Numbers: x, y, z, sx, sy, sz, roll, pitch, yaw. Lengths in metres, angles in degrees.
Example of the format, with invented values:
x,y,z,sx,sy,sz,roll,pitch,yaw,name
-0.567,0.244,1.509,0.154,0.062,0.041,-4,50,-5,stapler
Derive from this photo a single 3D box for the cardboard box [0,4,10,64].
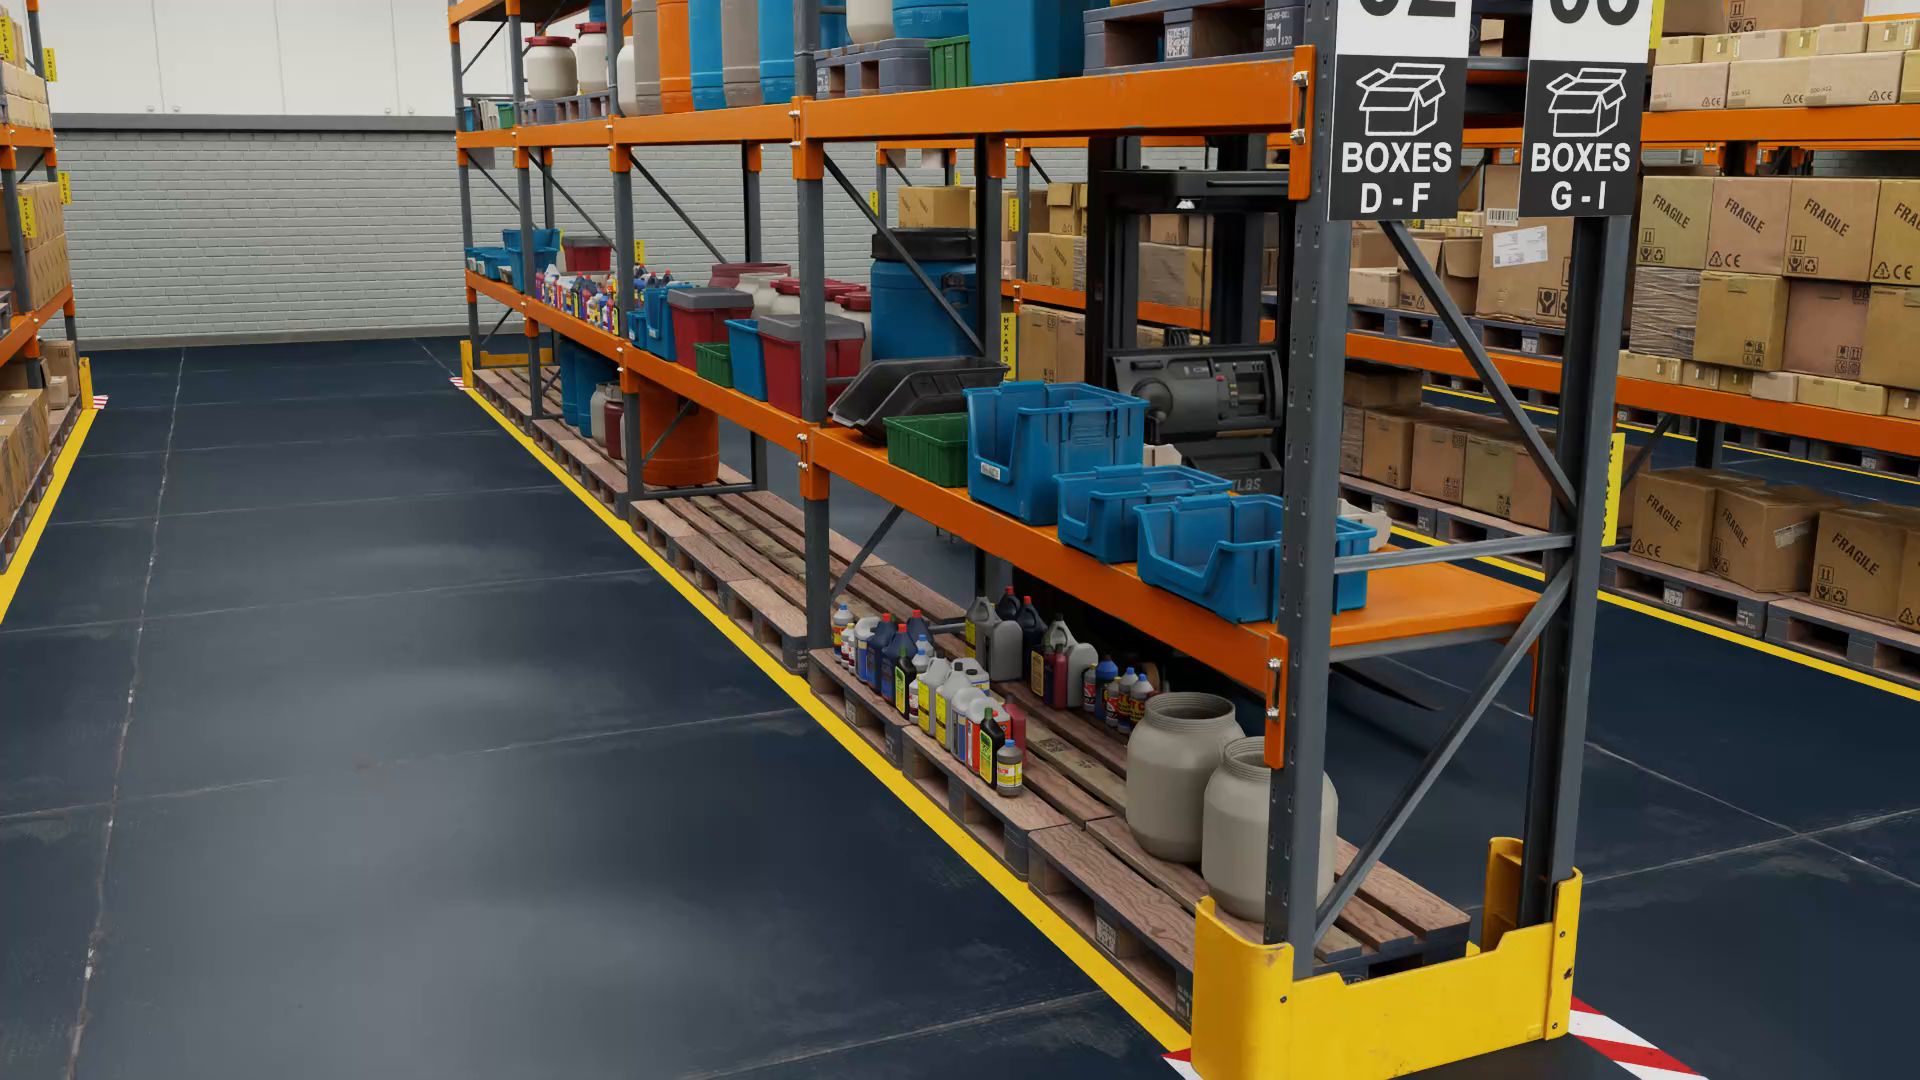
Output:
x,y,z,sx,sy,sz,roll,pitch,yaw,name
-8.323,-4.200,13.771,0.700,0.500,0.500,-6,14,-23,cardboard box

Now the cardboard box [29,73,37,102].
x,y,z,sx,sy,sz,roll,pitch,yaw,name
-8.788,-4.158,15.252,0.500,0.250,0.500,-6,14,-23,cardboard box

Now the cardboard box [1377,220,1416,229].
x,y,z,sx,sy,sz,roll,pitch,yaw,name
5.188,-3.578,19.297,0.500,0.500,0.500,-6,14,-23,cardboard box

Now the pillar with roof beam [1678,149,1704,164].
x,y,z,sx,sy,sz,roll,pitch,yaw,name
8.881,-8.226,26.956,9.100,9.000,0.400,-6,14,-23,pillar with roof beam

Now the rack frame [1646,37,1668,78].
x,y,z,sx,sy,sz,roll,pitch,yaw,name
4.260,-4.153,9.358,1.000,3.000,0.127,-6,14,-23,rack frame

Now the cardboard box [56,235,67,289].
x,y,z,sx,sy,sz,roll,pitch,yaw,name
-8.985,-2.690,16.117,0.500,0.500,0.500,-5,14,-22,cardboard box

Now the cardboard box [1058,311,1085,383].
x,y,z,sx,sy,sz,roll,pitch,yaw,name
1.689,-1.738,16.007,1.225,0.875,0.875,-6,14,-25,cardboard box

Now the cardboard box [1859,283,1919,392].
x,y,z,sx,sy,sz,roll,pitch,yaw,name
5.007,-1.018,8.234,0.875,0.500,0.500,-6,14,-23,cardboard box

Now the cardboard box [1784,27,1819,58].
x,y,z,sx,sy,sz,roll,pitch,yaw,name
4.504,-2.564,8.593,0.380,0.149,0.250,-5,14,-21,cardboard box

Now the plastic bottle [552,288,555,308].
x,y,z,sx,sy,sz,roll,pitch,yaw,name
-3.400,-2.067,14.088,0.097,0.201,0.097,0,13,0,plastic bottle

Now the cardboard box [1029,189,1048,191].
x,y,z,sx,sy,sz,roll,pitch,yaw,name
0.908,-3.545,18.044,0.500,0.500,0.500,-6,14,-23,cardboard box

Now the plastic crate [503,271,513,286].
x,y,z,sx,sy,sz,roll,pitch,yaw,name
-4.177,-2.538,16.161,0.437,0.125,0.590,-6,14,-23,plastic crate

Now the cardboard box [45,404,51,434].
x,y,z,sx,sy,sz,roll,pitch,yaw,name
-7.993,-1.000,14.025,0.500,0.311,0.500,-6,14,-23,cardboard box

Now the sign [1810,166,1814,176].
x,y,z,sx,sy,sz,roll,pitch,yaw,name
13.596,-5.818,26.586,0.100,0.325,0.005,-6,14,-23,sign

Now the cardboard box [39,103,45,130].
x,y,z,sx,sy,sz,roll,pitch,yaw,name
-8.987,-4.017,15.756,0.500,0.250,0.500,-6,14,-23,cardboard box

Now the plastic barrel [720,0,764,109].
x,y,z,sx,sy,sz,roll,pitch,yaw,name
-0.943,-2.709,8.659,0.600,0.901,0.600,0,13,0,plastic barrel

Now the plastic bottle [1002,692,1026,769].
x,y,z,sx,sy,sz,roll,pitch,yaw,name
0.208,0.748,6.533,0.061,0.283,0.133,-6,14,-23,plastic bottle

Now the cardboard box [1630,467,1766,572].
x,y,z,sx,sy,sz,roll,pitch,yaw,name
4.384,-0.131,9.896,0.500,0.500,0.500,-6,14,-25,cardboard box

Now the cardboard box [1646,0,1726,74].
x,y,z,sx,sy,sz,roll,pitch,yaw,name
4.163,-3.053,10.095,0.797,0.503,0.637,-6,14,-26,cardboard box

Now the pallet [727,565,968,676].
x,y,z,sx,sy,sz,roll,pitch,yaw,name
-0.628,0.417,9.101,1.003,0.211,1.213,-6,14,-23,pallet

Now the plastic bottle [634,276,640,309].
x,y,z,sx,sy,sz,roll,pitch,yaw,name
-2.733,-2.098,14.070,0.097,0.271,0.097,0,13,0,plastic bottle

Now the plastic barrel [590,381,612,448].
x,y,z,sx,sy,sz,roll,pitch,yaw,name
-2.852,-1.044,13.812,0.421,0.512,0.421,0,13,0,plastic barrel

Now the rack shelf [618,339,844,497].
x,y,z,sx,sy,sz,roll,pitch,yaw,name
-1.079,-0.846,9.967,1.077,0.370,4.000,-6,14,-23,rack shelf

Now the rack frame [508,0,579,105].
x,y,z,sx,sy,sz,roll,pitch,yaw,name
-3.483,-5.359,14.566,1.000,3.000,0.127,-6,14,-23,rack frame

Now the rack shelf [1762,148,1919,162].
x,y,z,sx,sy,sz,roll,pitch,yaw,name
13.881,-5.752,24.511,1.077,0.370,4.000,-6,14,-23,rack shelf

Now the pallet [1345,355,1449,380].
x,y,z,sx,sy,sz,roll,pitch,yaw,name
5.339,-2.087,19.921,1.003,0.211,1.213,-6,14,-23,pallet

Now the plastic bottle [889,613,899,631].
x,y,z,sx,sy,sz,roll,pitch,yaw,name
-0.300,0.486,7.666,0.061,0.283,0.133,-6,14,-23,plastic bottle

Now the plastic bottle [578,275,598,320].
x,y,z,sx,sy,sz,roll,pitch,yaw,name
-2.917,-1.903,13.050,0.144,0.351,0.185,-6,14,-23,plastic bottle

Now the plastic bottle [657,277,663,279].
x,y,z,sx,sy,sz,roll,pitch,yaw,name
-2.533,-2.068,13.927,0.152,0.276,0.135,-6,14,-23,plastic bottle

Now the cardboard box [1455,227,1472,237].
x,y,z,sx,sy,sz,roll,pitch,yaw,name
5.586,-3.308,17.976,0.380,0.149,0.250,-5,14,-22,cardboard box

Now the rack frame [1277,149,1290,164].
x,y,z,sx,sy,sz,roll,pitch,yaw,name
4.038,-4.137,22.591,1.000,3.000,0.127,-6,14,-23,rack frame

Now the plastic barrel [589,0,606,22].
x,y,z,sx,sy,sz,roll,pitch,yaw,name
-2.659,-4.007,13.336,0.600,0.901,0.708,-6,14,-23,plastic barrel

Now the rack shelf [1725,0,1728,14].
x,y,z,sx,sy,sz,roll,pitch,yaw,name
8.044,-4.448,13.115,1.077,0.370,4.000,-6,14,-23,rack shelf

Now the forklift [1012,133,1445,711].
x,y,z,sx,sy,sz,roll,pitch,yaw,name
1.281,-0.775,8.217,1.130,2.935,3.031,-5,14,-19,forklift

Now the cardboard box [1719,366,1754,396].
x,y,z,sx,sy,sz,roll,pitch,yaw,name
4.393,-0.884,9.093,0.380,0.149,0.250,-6,14,-23,cardboard box

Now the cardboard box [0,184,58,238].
x,y,z,sx,sy,sz,roll,pitch,yaw,name
-8.780,-3.073,15.558,0.500,0.500,0.500,-5,14,-21,cardboard box

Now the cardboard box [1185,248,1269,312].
x,y,z,sx,sy,sz,roll,pitch,yaw,name
2.233,-2.185,13.937,0.500,0.500,0.500,-5,14,-21,cardboard box

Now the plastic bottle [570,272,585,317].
x,y,z,sx,sy,sz,roll,pitch,yaw,name
-3.044,-1.969,13.335,0.144,0.351,0.185,-6,14,-23,plastic bottle

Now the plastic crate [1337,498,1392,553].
x,y,z,sx,sy,sz,roll,pitch,yaw,name
1.261,-0.042,5.485,0.298,0.136,0.250,-6,14,-23,plastic crate

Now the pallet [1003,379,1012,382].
x,y,z,sx,sy,sz,roll,pitch,yaw,name
0.823,-1.689,18.199,1.003,0.211,1.213,-6,14,-23,pallet

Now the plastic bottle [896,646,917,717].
x,y,z,sx,sy,sz,roll,pitch,yaw,name
-0.231,0.607,7.143,0.061,0.283,0.133,-5,14,-20,plastic bottle

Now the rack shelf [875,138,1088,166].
x,y,z,sx,sy,sz,roll,pitch,yaw,name
0.254,-4.407,18.704,1.077,0.370,4.000,-6,14,-23,rack shelf

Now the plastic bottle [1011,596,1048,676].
x,y,z,sx,sy,sz,roll,pitch,yaw,name
0.321,0.440,7.716,0.144,0.351,0.185,-6,15,-26,plastic bottle

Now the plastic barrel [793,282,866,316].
x,y,z,sx,sy,sz,roll,pitch,yaw,name
-0.754,-1.218,9.680,0.433,0.535,0.433,0,13,0,plastic barrel

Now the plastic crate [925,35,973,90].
x,y,z,sx,sy,sz,roll,pitch,yaw,name
0.104,-1.791,6.272,0.336,0.188,0.450,-6,14,-23,plastic crate

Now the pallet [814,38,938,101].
x,y,z,sx,sy,sz,roll,pitch,yaw,name
0.100,-2.012,7.178,1.213,0.211,1.003,-6,14,-23,pallet

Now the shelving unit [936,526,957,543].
x,y,z,sx,sy,sz,roll,pitch,yaw,name
-0.021,-0.523,11.299,0.215,1.050,0.252,-6,14,-23,shelving unit

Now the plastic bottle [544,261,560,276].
x,y,z,sx,sy,sz,roll,pitch,yaw,name
-3.622,-2.302,14.771,0.144,0.351,0.185,-6,14,-23,plastic bottle

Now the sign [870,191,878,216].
x,y,z,sx,sy,sz,roll,pitch,yaw,name
-1.058,-4.121,20.428,0.100,0.325,0.005,-6,14,-23,sign

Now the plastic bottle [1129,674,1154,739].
x,y,z,sx,sy,sz,roll,pitch,yaw,name
0.746,0.685,6.834,0.097,0.271,0.097,0,13,0,plastic bottle

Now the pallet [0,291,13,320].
x,y,z,sx,sy,sz,roll,pitch,yaw,name
-7.803,-1.721,12.578,1.003,0.211,1.213,-6,14,-23,pallet

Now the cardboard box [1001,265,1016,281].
x,y,z,sx,sy,sz,roll,pitch,yaw,name
0.633,-2.794,17.348,0.380,0.149,0.250,-6,14,-23,cardboard box

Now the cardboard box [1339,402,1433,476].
x,y,z,sx,sy,sz,roll,pitch,yaw,name
3.178,-0.803,12.756,0.700,0.500,0.500,-7,15,-28,cardboard box

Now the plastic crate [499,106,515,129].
x,y,z,sx,sy,sz,roll,pitch,yaw,name
-3.929,-3.854,15.188,0.450,0.188,0.662,-6,14,-23,plastic crate
